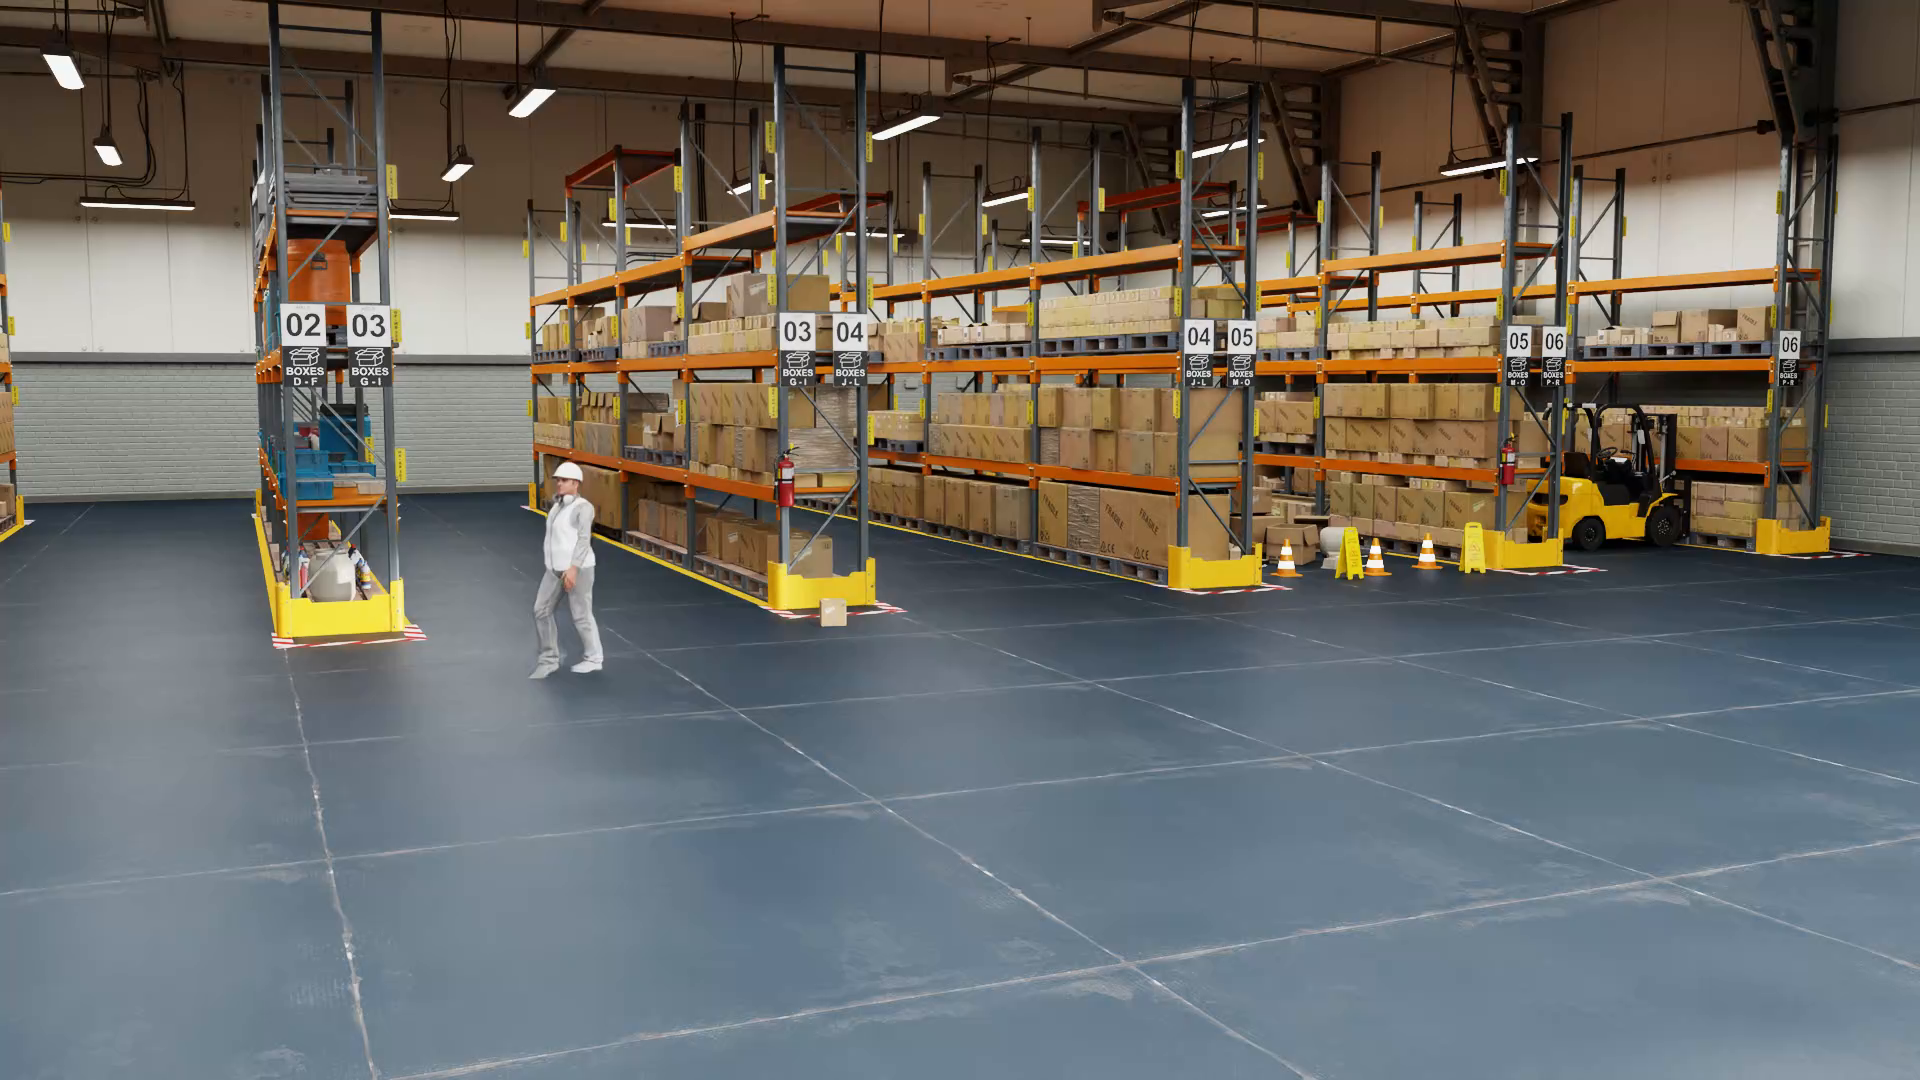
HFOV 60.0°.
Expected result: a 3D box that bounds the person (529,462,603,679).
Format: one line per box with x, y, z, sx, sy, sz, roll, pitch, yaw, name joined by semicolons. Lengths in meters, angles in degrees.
-3.270;0.278;13.831;0.566;1.841;0.595;4;7;39;person
